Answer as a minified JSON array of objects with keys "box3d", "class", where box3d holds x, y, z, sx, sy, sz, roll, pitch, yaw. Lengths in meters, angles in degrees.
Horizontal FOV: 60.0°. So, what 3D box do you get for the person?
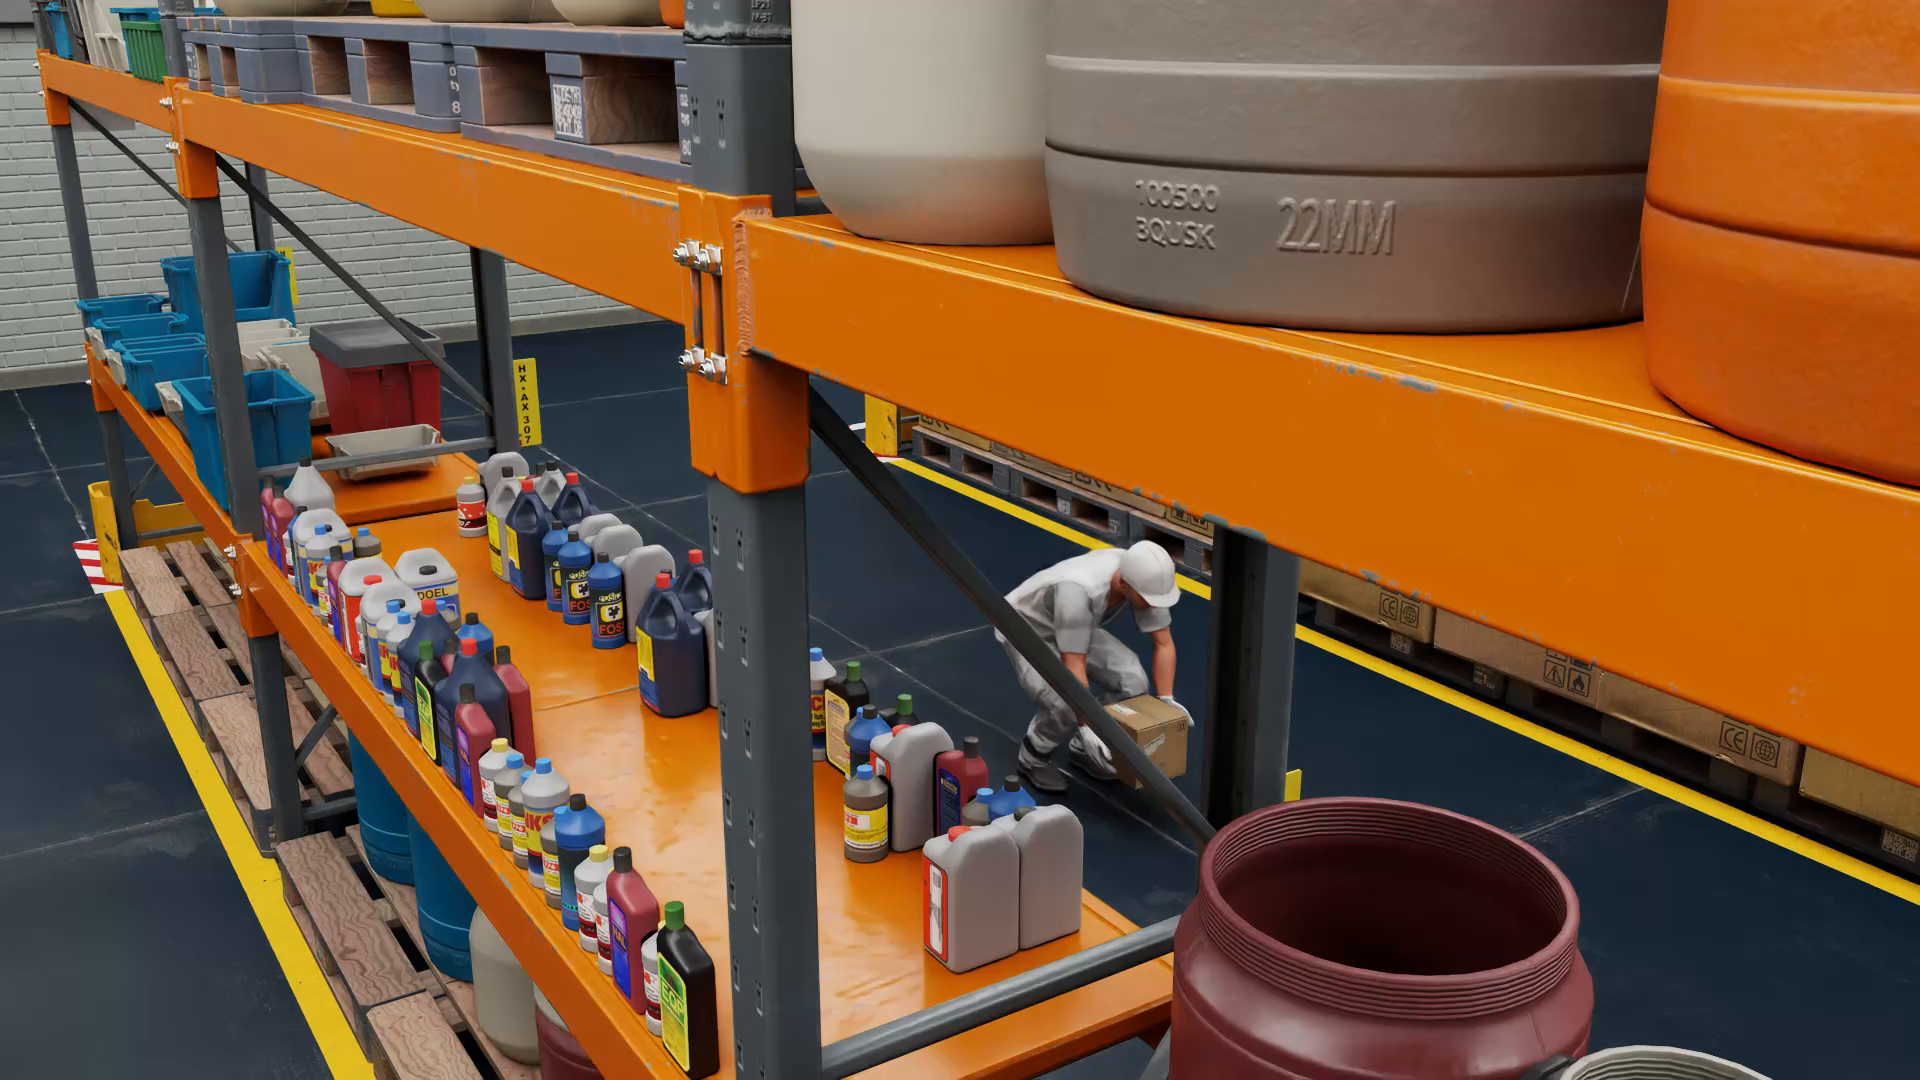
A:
[{"box3d":[0.526,0.462,6.687,0.581,1.115,0.856,-11,21,-32],"class":"person"}]
